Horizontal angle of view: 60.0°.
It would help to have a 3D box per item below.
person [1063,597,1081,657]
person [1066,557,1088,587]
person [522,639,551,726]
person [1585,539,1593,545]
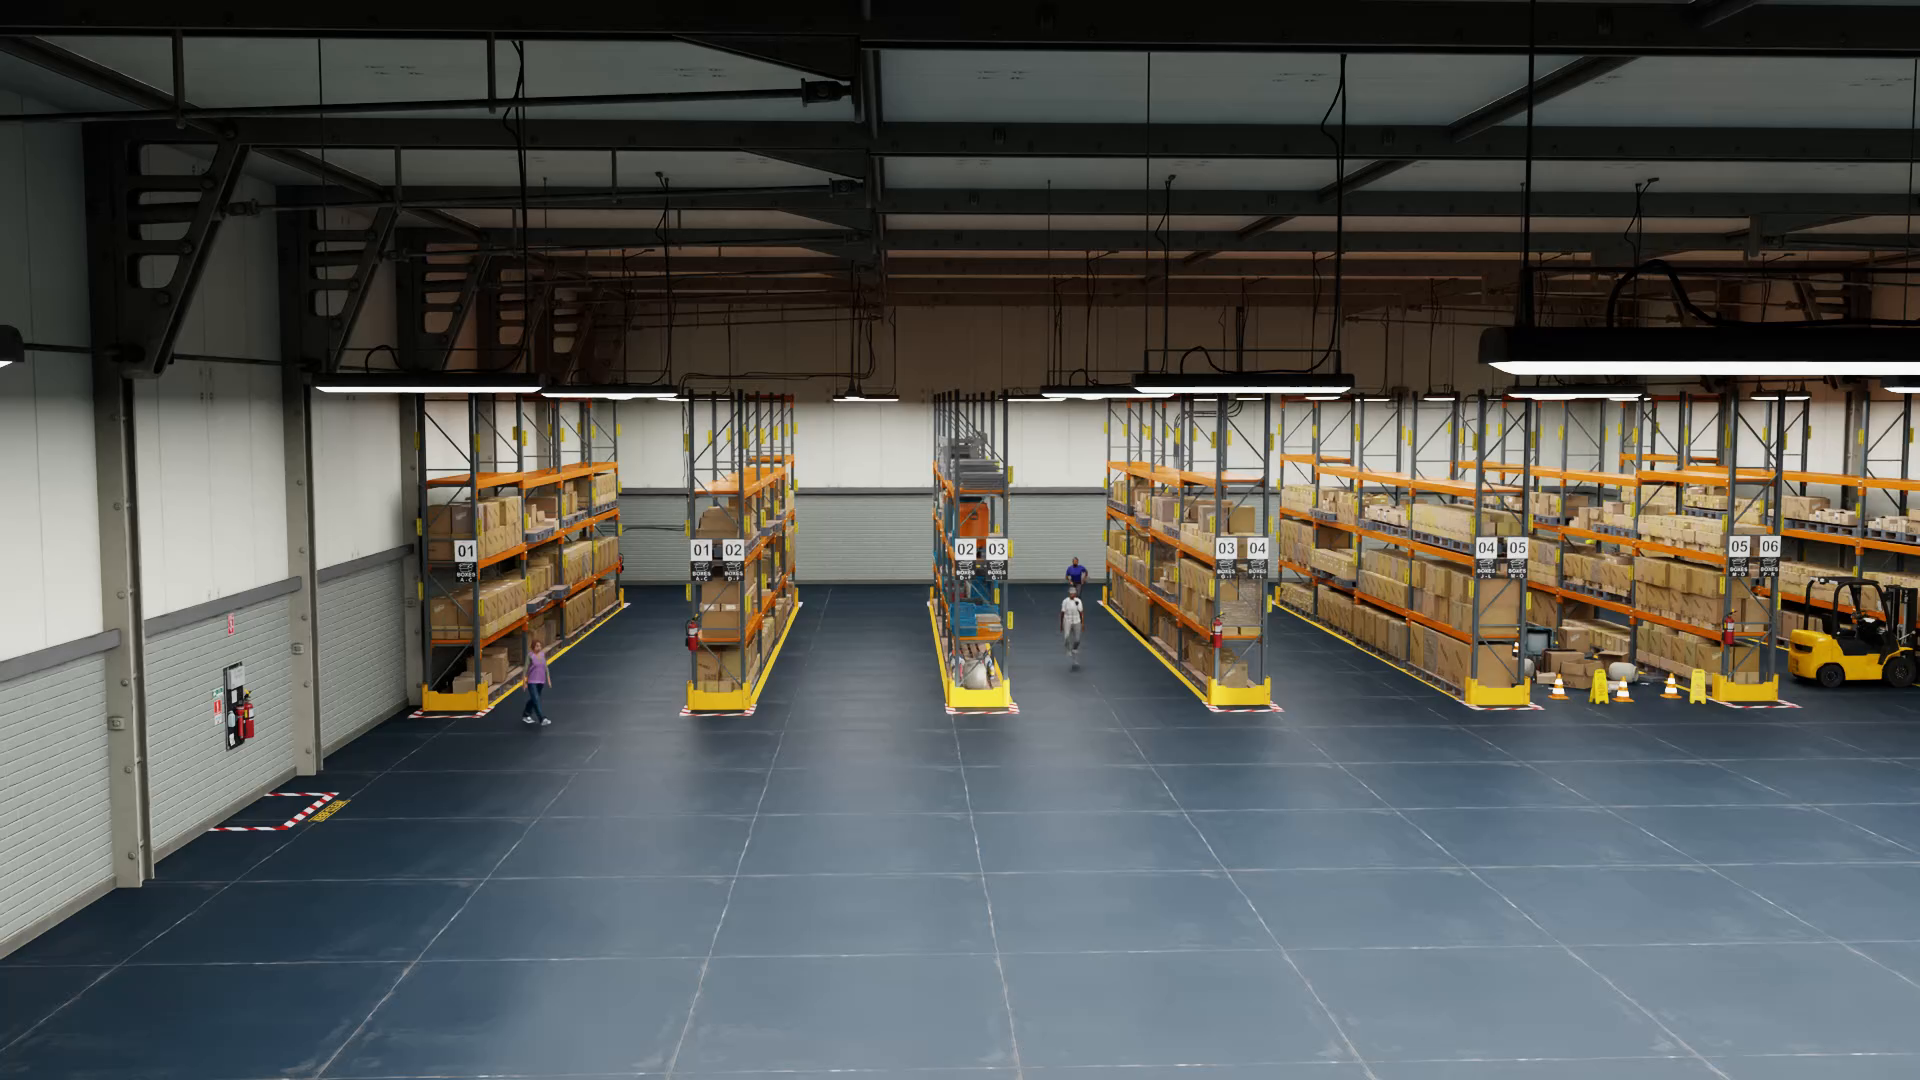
[{"bbox_3d":[2.437,1.883,36.289,0.413,1.252,0.674,0,5,-3],"label":"person"},{"bbox_3d":[3.197,1.236,45.488,0.609,1.567,0.735,1,5,8],"label":"person"},{"bbox_3d":[-7.485,2.524,29.505,0.993,1.538,0.451,3,6,34],"label":"person"},{"bbox_3d":[18.752,0.809,49.299,0.838,1.674,0.551,0,5,0],"label":"person"}]
